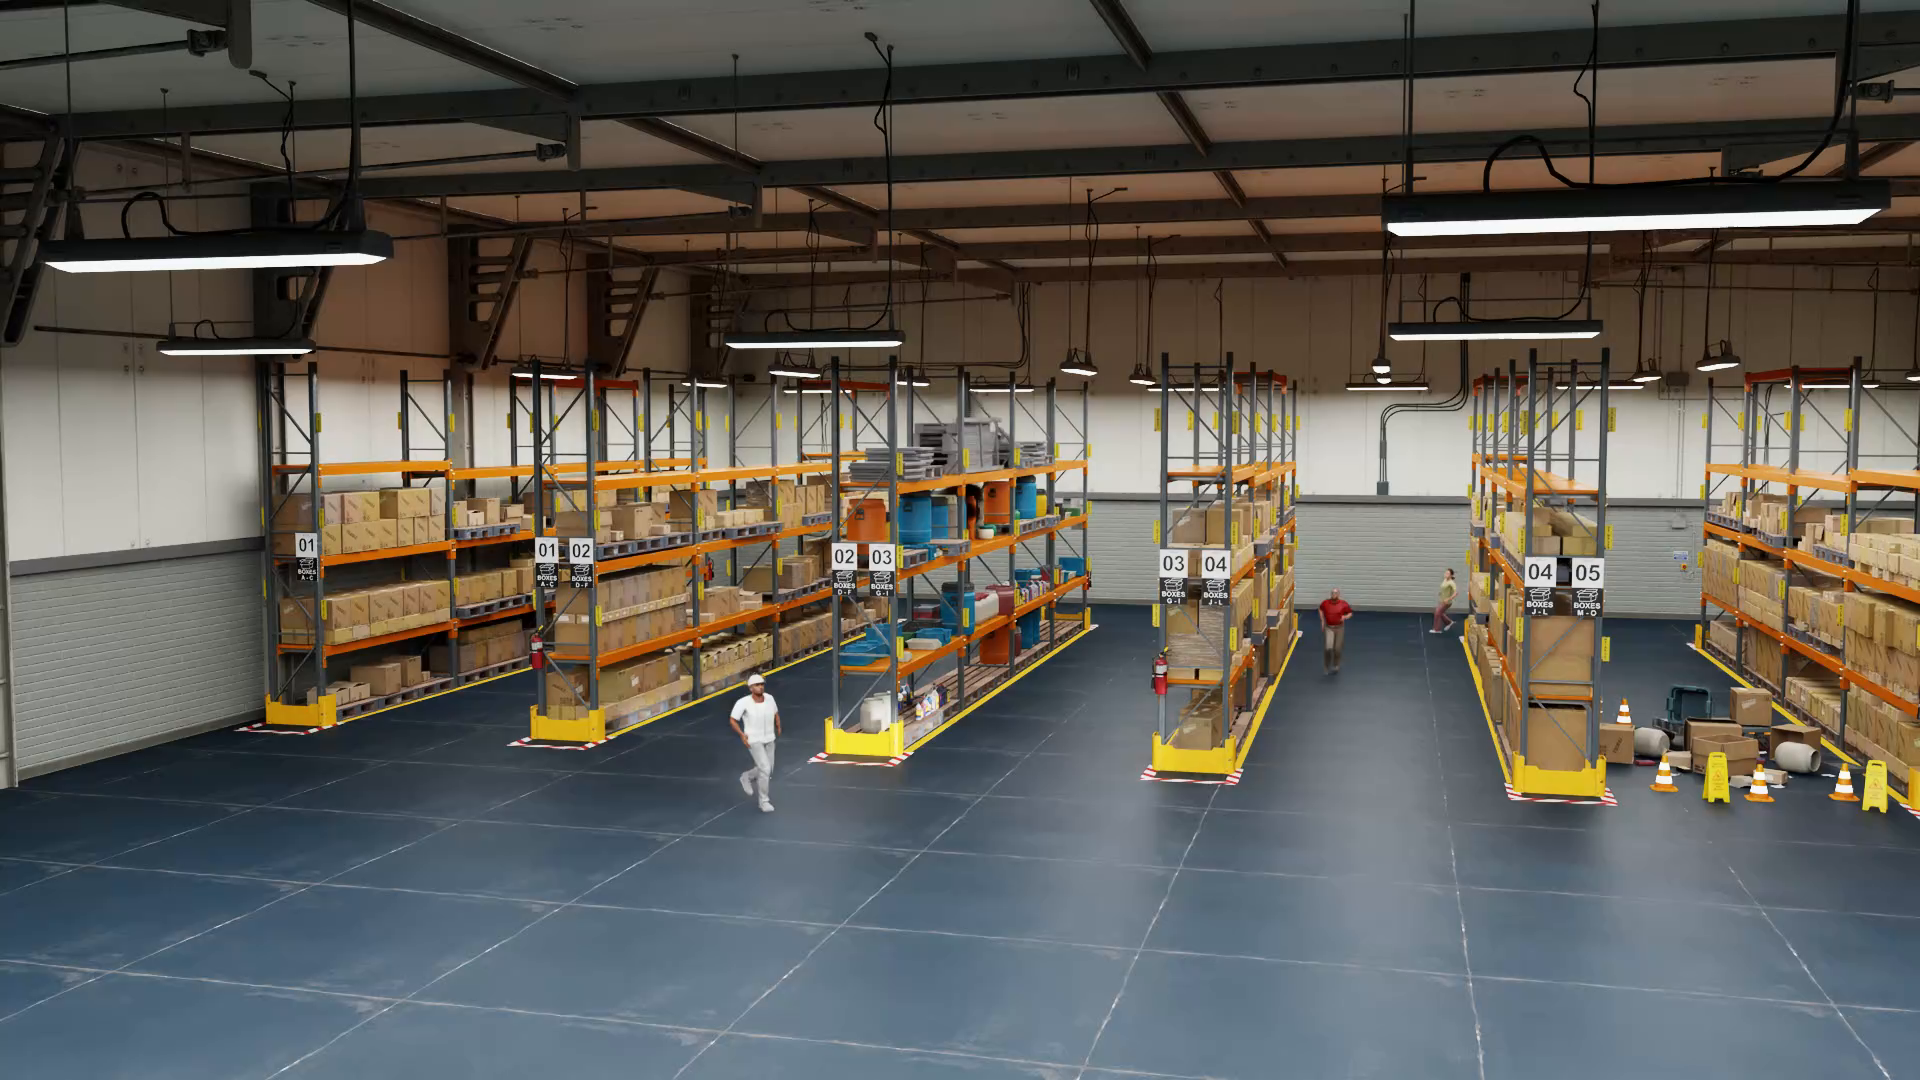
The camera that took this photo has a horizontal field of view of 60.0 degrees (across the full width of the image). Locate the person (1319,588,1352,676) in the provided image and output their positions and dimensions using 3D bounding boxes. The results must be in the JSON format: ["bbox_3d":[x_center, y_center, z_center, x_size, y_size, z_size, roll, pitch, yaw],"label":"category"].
[{"bbox_3d":[7.451,1.835,33.014,0.651,1.777,0.769,1,4,12],"label":"person"}]

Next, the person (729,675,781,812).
[{"bbox_3d":[-2.624,2.618,21.647,0.692,1.754,0.711,-3,5,-41],"label":"person"}]

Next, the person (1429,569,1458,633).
[{"bbox_3d":[11.501,1.445,39.298,0.591,1.576,0.736,-1,4,-9],"label":"person"}]
